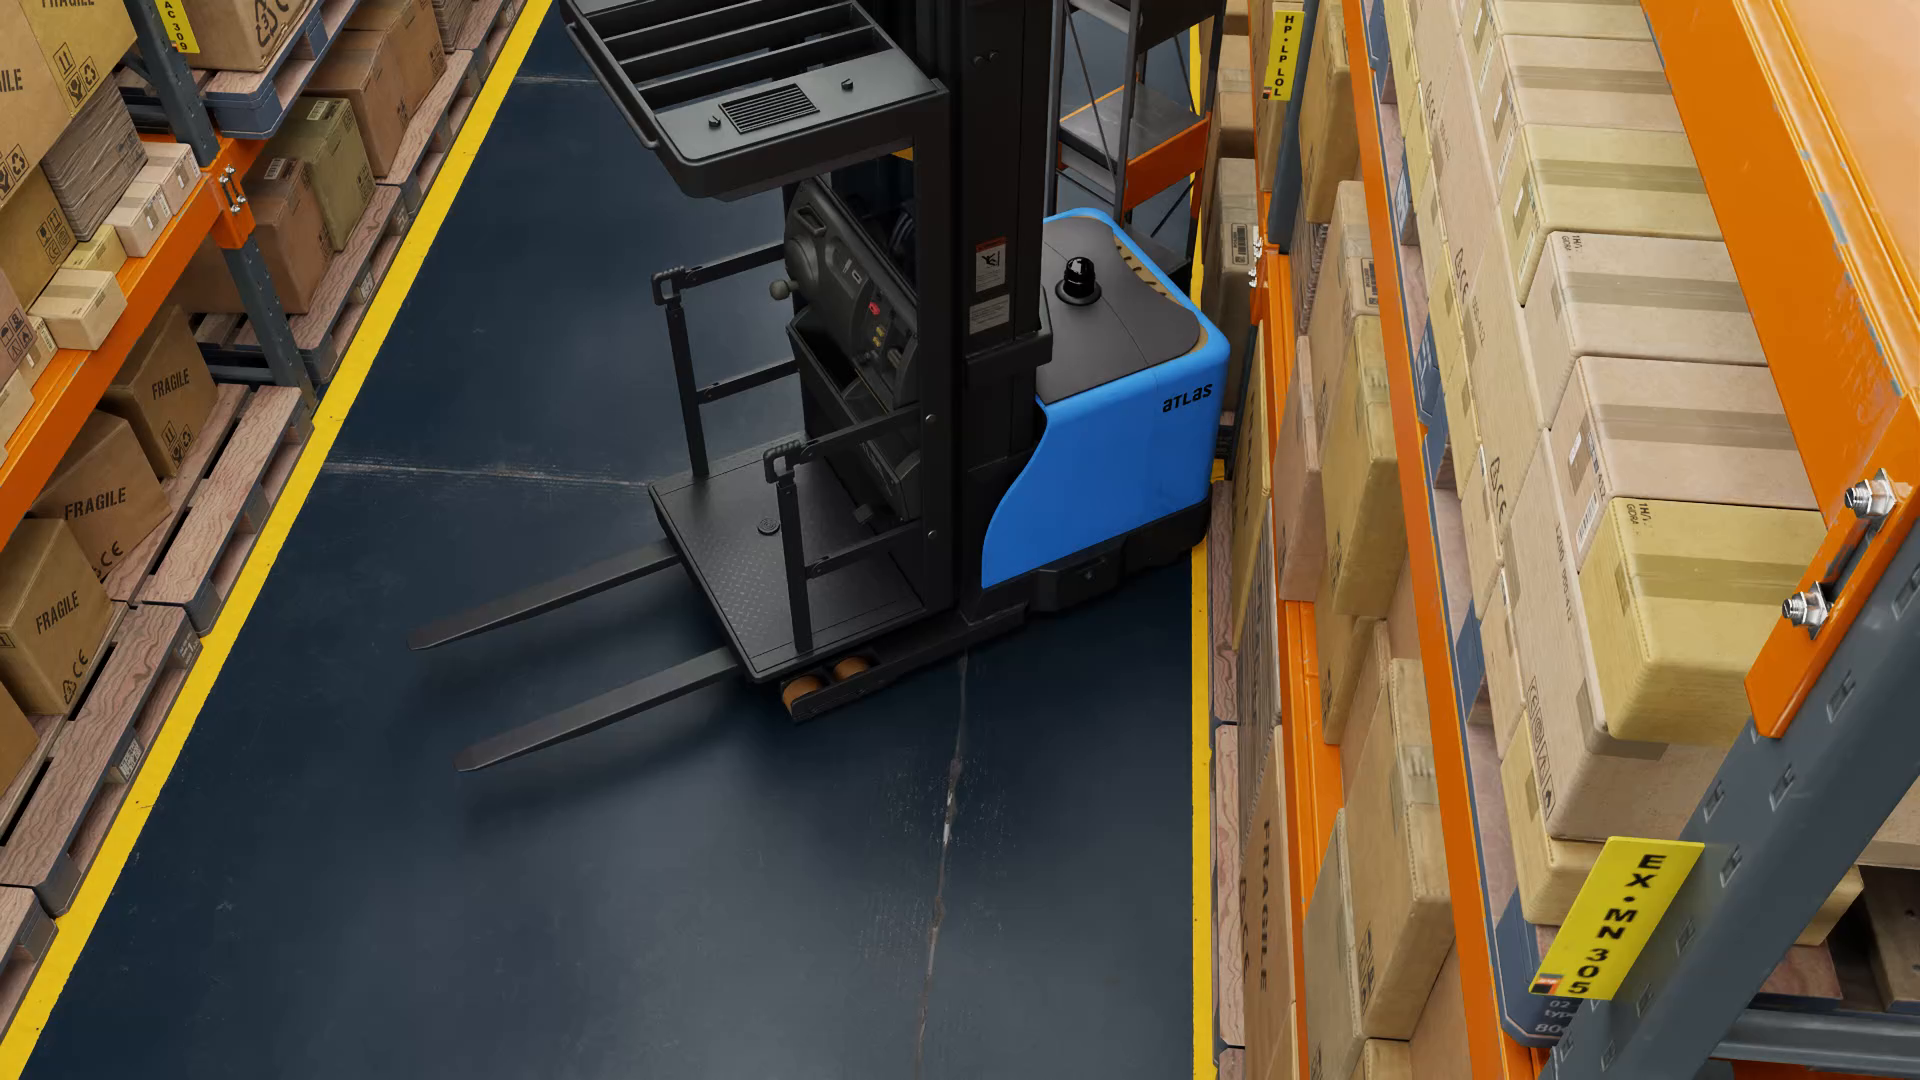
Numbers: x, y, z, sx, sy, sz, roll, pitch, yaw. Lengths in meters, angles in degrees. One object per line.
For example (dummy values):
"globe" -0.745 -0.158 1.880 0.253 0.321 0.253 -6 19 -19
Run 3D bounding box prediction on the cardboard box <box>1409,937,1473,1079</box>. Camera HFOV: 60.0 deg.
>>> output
"cardboard box" 1.314 1.058 2.942 0.875 0.550 0.550 4 48 4

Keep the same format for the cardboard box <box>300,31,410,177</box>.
"cardboard box" -3.134 -2.119 8.077 0.700 0.500 0.500 0 48 0

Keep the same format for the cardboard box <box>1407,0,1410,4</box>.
"cardboard box" 1.193 -1.351 3.494 0.500 0.250 0.500 3 48 3

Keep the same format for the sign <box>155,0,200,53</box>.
"sign" -2.783 -1.865 5.862 0.100 0.325 0.005 4 48 4

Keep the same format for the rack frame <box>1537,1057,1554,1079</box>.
"rack frame" 1.242 1.743 3.149 1.000 3.000 0.127 4 48 4

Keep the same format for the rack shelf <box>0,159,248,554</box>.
"rack shelf" -3.506 0.109 5.131 1.077 0.370 4.000 4 48 4

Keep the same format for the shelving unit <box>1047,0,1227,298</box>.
"shelving unit" 0.680 -1.517 6.741 0.503 2.100 0.431 -34 56 -27

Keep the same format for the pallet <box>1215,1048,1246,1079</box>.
"pallet" 1.237 2.092 4.720 1.003 0.211 1.213 4 48 4

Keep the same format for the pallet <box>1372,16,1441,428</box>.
"pallet" 1.407 -0.684 3.396 1.003 0.211 1.213 4 48 4

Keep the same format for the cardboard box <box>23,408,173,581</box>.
"cardboard box" -3.445 -0.189 6.326 0.500 0.500 0.500 18 50 16

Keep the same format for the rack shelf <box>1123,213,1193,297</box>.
"rack shelf" 0.680 -1.035 7.267 0.480 0.518 0.431 -34 56 -27

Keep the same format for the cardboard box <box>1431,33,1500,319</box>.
"cardboard box" 1.101 -0.609 2.815 0.500 0.250 0.500 4 48 3

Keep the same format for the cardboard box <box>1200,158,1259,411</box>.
"cardboard box" 1.573 -1.041 6.935 1.050 0.750 0.750 4 48 3

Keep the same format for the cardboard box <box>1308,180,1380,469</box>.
"cardboard box" 1.418 -0.543 4.406 0.875 0.550 0.550 4 48 4

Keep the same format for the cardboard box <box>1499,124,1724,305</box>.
"cardboard box" 1.004 -0.461 2.410 0.380 0.149 0.250 5 48 4

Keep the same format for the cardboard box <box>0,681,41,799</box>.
"cardboard box" -3.519 0.679 5.531 0.500 0.500 0.500 8 48 7

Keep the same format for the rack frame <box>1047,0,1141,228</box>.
"rack frame" 0.499 -1.396 6.630 0.015 2.100 0.400 -34 56 -27

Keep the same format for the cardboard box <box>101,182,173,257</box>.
"cardboard box" -3.083 -1.158 5.973 0.380 0.149 0.250 4 48 4

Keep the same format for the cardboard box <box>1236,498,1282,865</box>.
"cardboard box" 1.401 0.500 5.442 0.875 0.875 0.875 4 48 4

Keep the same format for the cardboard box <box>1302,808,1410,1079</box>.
"cardboard box" 1.259 1.011 3.716 0.875 0.550 0.550 4 48 4

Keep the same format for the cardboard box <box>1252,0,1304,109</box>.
"cardboard box" 1.434 -2.002 6.507 0.500 0.500 0.500 3 48 3

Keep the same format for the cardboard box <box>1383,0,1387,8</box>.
"cardboard box" 1.144 -1.306 3.723 0.380 0.149 0.250 3 48 3

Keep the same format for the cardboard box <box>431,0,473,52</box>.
"cardboard box" -3.038 -2.946 8.833 0.700 0.500 0.500 0 48 0

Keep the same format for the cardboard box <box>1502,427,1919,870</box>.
"cardboard box" 1.008 0.127 2.142 0.500 0.250 0.500 4 48 4

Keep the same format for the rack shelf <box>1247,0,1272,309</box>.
"rack shelf" 1.788 -2.423 7.447 1.077 0.370 4.000 4 48 4

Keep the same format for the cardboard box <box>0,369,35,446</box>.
"cardboard box" -3.214 -0.426 5.303 0.380 0.149 0.250 4 48 4

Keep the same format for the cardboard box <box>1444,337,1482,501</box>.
"cardboard box" 1.005 -0.186 2.699 0.380 0.149 0.250 4 48 4

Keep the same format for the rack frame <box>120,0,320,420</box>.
"rack frame" -3.324 -1.604 6.210 1.000 3.000 0.127 4 48 4

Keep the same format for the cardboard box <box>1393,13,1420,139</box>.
"cardboard box" 1.096 -0.937 3.385 0.380 0.149 0.250 4 48 4

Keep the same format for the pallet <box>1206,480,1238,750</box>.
"pallet" 1.459 0.299 6.360 1.003 0.211 1.213 4 48 4

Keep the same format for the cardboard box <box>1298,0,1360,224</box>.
"cardboard box" 1.538 -1.342 5.137 0.875 0.550 0.550 4 48 4

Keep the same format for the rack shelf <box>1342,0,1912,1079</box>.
"rack shelf" 1.424 -0.544 3.599 0.831 0.071 3.687 4 48 4

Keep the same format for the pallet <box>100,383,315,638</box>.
"pallet" -3.350 -0.167 6.785 1.003 0.211 1.213 4 48 4

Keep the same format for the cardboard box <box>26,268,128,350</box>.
"cardboard box" -3.077 -0.787 5.633 0.380 0.149 0.250 4 48 4

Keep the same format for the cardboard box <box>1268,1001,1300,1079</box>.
"cardboard box" 1.238 1.816 4.237 0.875 0.875 0.875 4 48 4

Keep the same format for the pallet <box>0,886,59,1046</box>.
"pallet" -3.572 1.626 5.145 1.003 0.211 1.213 4 48 4

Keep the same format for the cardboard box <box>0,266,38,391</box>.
"cardboard box" -3.452 -0.672 5.089 0.875 0.500 0.500 4 48 4

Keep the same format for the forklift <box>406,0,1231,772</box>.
"forklift" -0.552 -0.775 5.499 3.031 2.935 1.130 -21 51 -18

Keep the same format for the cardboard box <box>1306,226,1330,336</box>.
"cardboard box" 1.557 -0.569 5.162 0.875 0.550 0.550 4 48 4

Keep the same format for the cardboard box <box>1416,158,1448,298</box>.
"cardboard box" 1.051 -0.560 3.041 0.380 0.149 0.250 4 48 4

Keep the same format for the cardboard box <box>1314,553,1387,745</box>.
"cardboard box" 1.442 0.216 4.444 0.875 0.550 0.500 4 48 4

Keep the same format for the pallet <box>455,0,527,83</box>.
"pallet" -3.032 -3.028 9.402 1.003 0.211 1.213 4 48 4

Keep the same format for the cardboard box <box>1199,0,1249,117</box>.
"cardboard box" 1.749 -2.434 8.209 1.050 0.750 0.750 5 48 4

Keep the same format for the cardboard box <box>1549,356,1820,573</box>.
"cardboard box" 0.959 -0.082 2.063 0.380 0.149 0.250 4 48 4

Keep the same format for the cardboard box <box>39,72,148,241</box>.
"cardboard box" -3.427 -1.411 5.765 0.875 0.500 0.500 4 48 4

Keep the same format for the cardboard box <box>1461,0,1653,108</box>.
"cardboard box" 1.051 -0.833 2.750 0.380 0.149 0.250 3 48 3

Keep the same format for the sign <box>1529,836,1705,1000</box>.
"sign" 0.703 0.412 1.787 0.100 0.325 0.005 4 48 4

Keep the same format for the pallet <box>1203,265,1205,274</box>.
"pallet" 1.710 -1.726 8.211 1.003 0.211 1.213 4 48 4

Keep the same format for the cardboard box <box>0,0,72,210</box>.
"cardboard box" -3.135 -1.359 5.039 0.500 0.500 0.500 4 48 4

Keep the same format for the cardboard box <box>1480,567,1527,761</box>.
"cardboard box" 0.958 0.188 2.356 0.380 0.149 0.250 4 48 4

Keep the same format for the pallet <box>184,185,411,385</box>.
"pallet" -3.254 -1.235 7.762 1.003 0.211 1.213 4 48 4

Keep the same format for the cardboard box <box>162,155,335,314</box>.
"cardboard box" -3.247 -1.358 7.381 0.700 0.500 0.500 1 48 1

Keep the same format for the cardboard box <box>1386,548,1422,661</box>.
"cardboard box" 1.459 0.246 3.685 0.875 0.550 0.550 4 48 4
